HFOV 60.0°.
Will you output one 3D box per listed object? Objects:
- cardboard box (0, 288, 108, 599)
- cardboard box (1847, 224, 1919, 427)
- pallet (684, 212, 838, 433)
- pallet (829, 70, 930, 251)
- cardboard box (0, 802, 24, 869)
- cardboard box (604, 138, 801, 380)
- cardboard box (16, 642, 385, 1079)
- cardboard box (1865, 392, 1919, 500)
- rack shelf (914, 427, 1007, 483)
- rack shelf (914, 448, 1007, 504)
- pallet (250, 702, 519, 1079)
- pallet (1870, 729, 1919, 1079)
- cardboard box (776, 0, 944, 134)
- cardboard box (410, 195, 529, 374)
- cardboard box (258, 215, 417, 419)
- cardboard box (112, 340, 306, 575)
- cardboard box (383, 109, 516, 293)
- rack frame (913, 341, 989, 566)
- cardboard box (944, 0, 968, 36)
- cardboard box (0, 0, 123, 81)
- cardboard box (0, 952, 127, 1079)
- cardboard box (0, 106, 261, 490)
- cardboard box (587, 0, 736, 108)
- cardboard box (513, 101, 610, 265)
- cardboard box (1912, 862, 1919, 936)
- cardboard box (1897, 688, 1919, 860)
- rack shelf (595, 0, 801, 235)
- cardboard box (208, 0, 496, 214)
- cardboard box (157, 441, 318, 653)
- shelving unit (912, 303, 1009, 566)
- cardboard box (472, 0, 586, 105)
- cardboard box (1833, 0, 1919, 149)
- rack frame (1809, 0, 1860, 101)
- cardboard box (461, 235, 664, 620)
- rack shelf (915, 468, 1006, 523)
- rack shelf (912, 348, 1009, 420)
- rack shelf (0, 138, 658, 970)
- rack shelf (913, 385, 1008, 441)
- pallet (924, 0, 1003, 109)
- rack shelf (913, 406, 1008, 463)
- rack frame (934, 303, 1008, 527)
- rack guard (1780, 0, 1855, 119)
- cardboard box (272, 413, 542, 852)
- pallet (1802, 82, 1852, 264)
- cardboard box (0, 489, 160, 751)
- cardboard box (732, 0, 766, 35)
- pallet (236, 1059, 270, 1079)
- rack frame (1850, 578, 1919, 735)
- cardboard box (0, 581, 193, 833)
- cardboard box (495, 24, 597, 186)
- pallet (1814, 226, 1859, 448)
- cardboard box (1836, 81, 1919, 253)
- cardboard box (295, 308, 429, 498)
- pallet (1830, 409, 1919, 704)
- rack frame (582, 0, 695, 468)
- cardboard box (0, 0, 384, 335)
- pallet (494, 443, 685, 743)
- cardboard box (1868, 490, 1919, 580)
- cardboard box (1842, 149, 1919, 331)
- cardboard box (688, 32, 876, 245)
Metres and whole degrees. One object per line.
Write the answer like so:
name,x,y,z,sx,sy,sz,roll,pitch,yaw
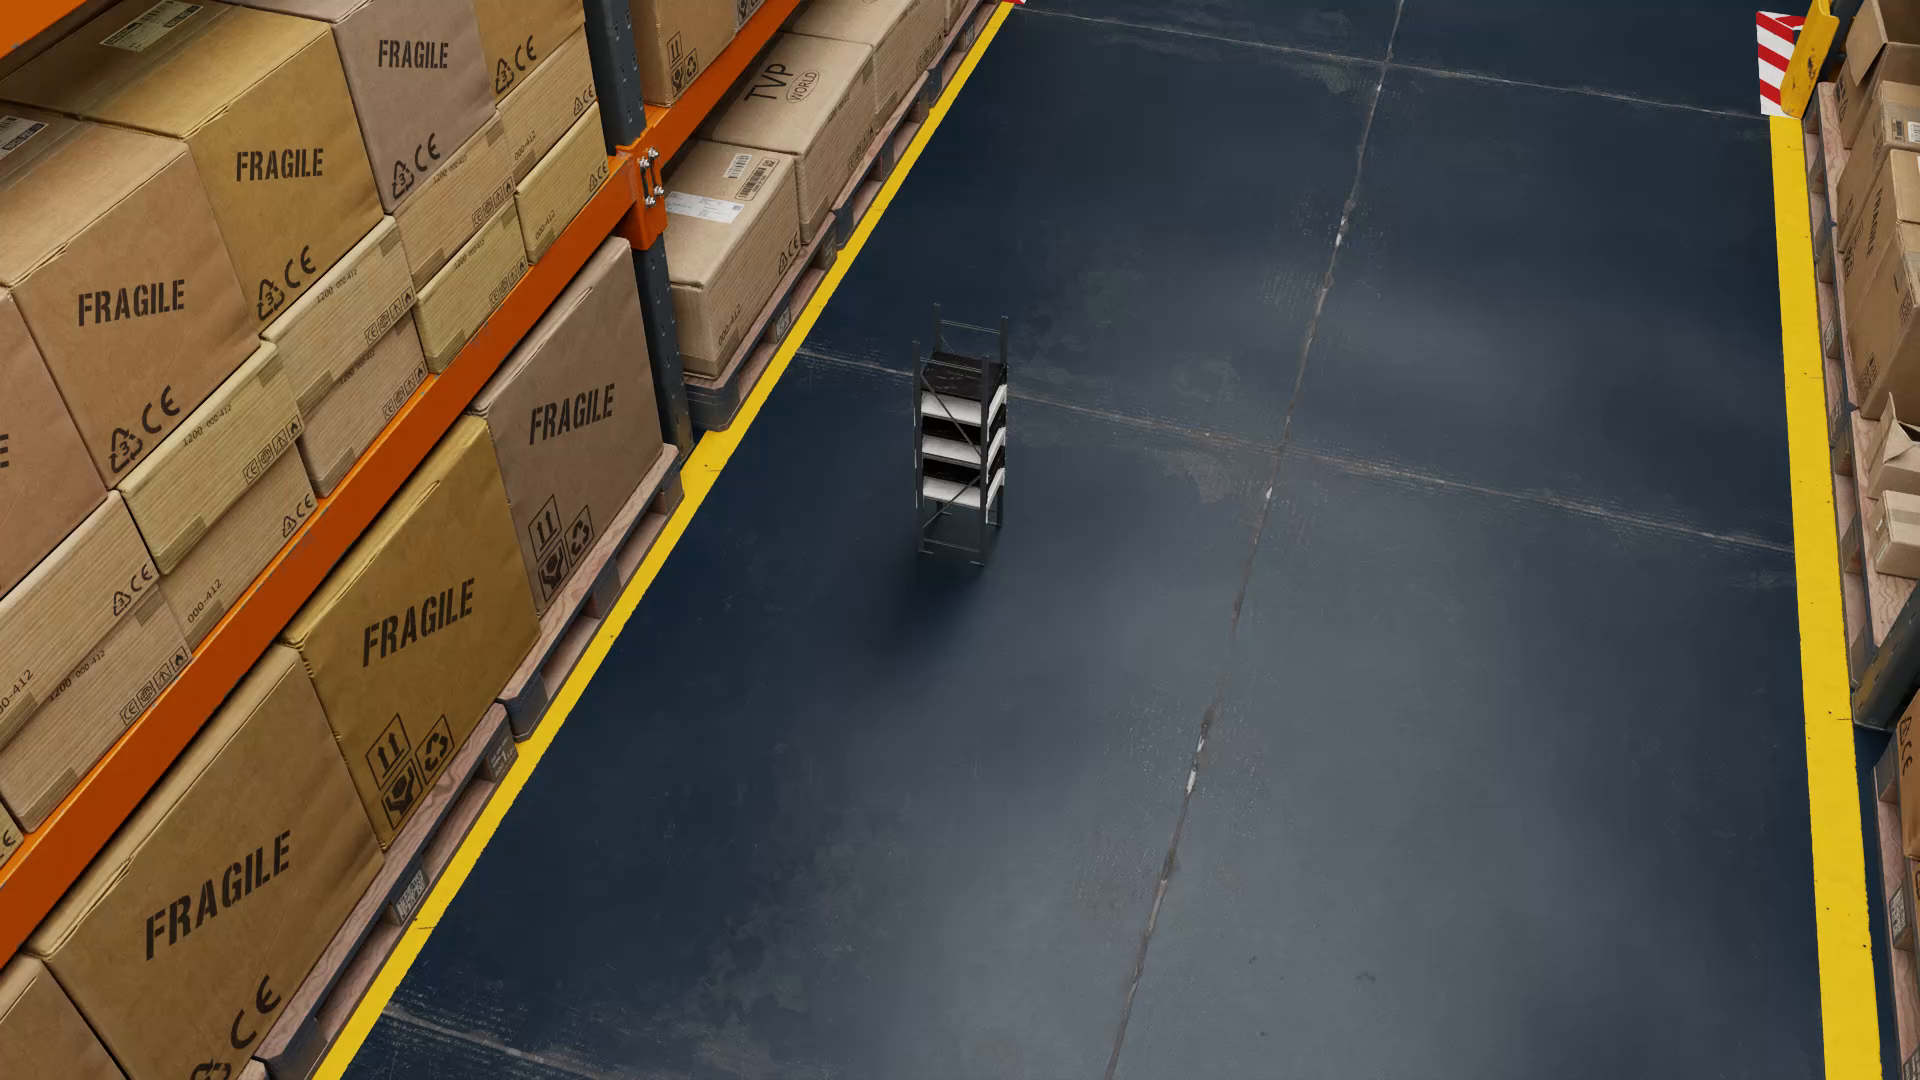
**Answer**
cardboard box,-1.983,-0.157,2.979,0.500,0.500,0.500,14,46,14
cardboard box,3.591,-0.712,5.819,0.700,0.500,0.500,11,45,11
pallet,-1.162,-0.972,6.593,1.003,0.211,1.213,13,46,13
pallet,-0.794,-1.788,7.426,1.003,0.211,1.213,13,46,12
cardboard box,-2.151,0.622,3.077,0.500,0.250,0.500,11,46,11
cardboard box,-1.174,-1.109,6.270,0.875,0.438,0.875,12,46,12
cardboard box,-2.115,0.760,4.047,0.875,0.875,0.875,13,46,13
cardboard box,3.262,-0.274,5.540,0.396,0.266,0.258,14,46,14
rack shelf,0.002,-0.303,5.464,0.258,0.077,0.200,13,46,12
rack shelf,0.002,-0.239,5.527,0.258,0.077,0.200,13,46,12
pallet,-1.996,0.864,4.716,1.003,0.211,1.213,13,46,13
pallet,3.055,1.117,4.458,1.003,0.211,1.213,13,46,13
cardboard box,-0.629,-2.306,7.494,0.875,0.438,0.875,14,46,14
cardboard box,-1.517,-0.733,4.462,0.500,0.250,0.500,12,46,12
cardboard box,-1.664,-0.577,3.945,0.500,0.250,0.500,14,46,13
cardboard box,-1.803,-0.232,3.592,0.500,0.250,0.500,13,46,13
cardboard box,-1.513,-0.924,4.299,0.500,0.250,0.500,14,46,13
rack frame,-0.028,-0.259,5.372,0.240,0.900,0.006,13,46,12
cardboard box,-0.360,-2.918,8.119,0.875,0.438,0.875,11,45,11
cardboard box,-2.156,-0.961,3.801,0.500,0.500,0.500,11,46,12
cardboard box,-2.390,1.354,3.440,0.875,0.875,0.875,12,46,12
cardboard box,-1.827,-0.492,3.322,0.500,0.500,0.500,13,46,13
cardboard box,-1.075,-1.772,5.344,0.500,0.500,0.500,14,46,14
cardboard box,-1.362,-1.073,4.809,0.500,0.250,0.500,12,46,12
cardboard box,2.752,0.945,4.126,0.500,0.500,0.500,12,46,12
cardboard box,2.904,0.588,4.491,0.500,0.500,0.500,14,46,14
rack shelf,-0.861,-2.555,6.730,1.077,0.370,4.000,13,46,13
cardboard box,-1.512,-1.174,4.019,0.500,0.500,0.500,13,46,13
cardboard box,-1.841,-0.056,3.770,0.500,0.250,0.500,13,46,13
shelving unit,0.002,-0.327,5.441,0.258,0.900,0.210,13,46,12
cardboard box,-1.363,-1.521,4.373,0.500,0.500,0.500,14,46,14
cardboard box,4.201,-1.966,7.099,0.797,0.503,0.637,11,45,11
rack frame,4.477,-3.096,6.769,1.000,3.000,0.127,13,46,13
cardboard box,-1.578,-0.439,5.273,0.875,0.875,0.875,14,46,14
rack shelf,0.002,-0.175,5.590,0.258,0.077,0.200,13,46,12
rack shelf,0.002,-0.496,5.275,0.258,0.077,0.200,13,46,12
rack shelf,-2.072,0.112,4.006,1.077,0.370,4.000,13,46,13
rack shelf,0.002,-0.432,5.338,0.258,0.077,0.200,13,46,12
pallet,-0.423,-2.599,8.255,1.003,0.211,1.213,13,46,13
rack shelf,0.002,-0.368,5.401,0.258,0.077,0.200,13,46,12
rack frame,0.033,-0.395,5.510,0.240,0.900,0.006,13,46,12
rack guard,4.454,-2.152,7.592,1.175,0.500,0.348,13,46,13
cardboard box,-1.844,0.165,4.656,0.875,0.875,0.875,14,46,14
pallet,4.213,-1.517,7.150,1.003,0.211,1.213,13,46,13
cardboard box,-1.969,0.103,3.250,0.500,0.250,0.500,12,46,12
cardboard box,-0.919,-2.106,5.686,0.500,0.500,0.500,13,46,13
pallet,-2.367,1.675,3.888,1.003,0.211,1.213,13,46,13
rack frame,3.265,-0.430,4.045,1.000,3.000,0.127,13,46,13
cardboard box,-1.987,0.274,3.433,0.500,0.250,0.500,14,46,14
cardboard box,-1.368,-1.258,4.641,0.500,0.250,0.500,12,46,12
pallet,3.842,-0.706,6.321,1.003,0.211,1.213,13,46,13
cardboard box,3.905,-1.404,6.527,0.700,0.500,0.500,14,46,14
cardboard box,-1.688,-0.401,4.122,0.500,0.250,0.500,11,46,11
pallet,3.474,0.109,5.487,1.003,0.211,1.213,13,46,13
rack frame,-1.467,-1.479,5.116,1.000,3.000,0.127,13,46,13
cardboard box,-1.684,-0.841,3.678,0.500,0.500,0.500,14,46,14
pallet,-1.628,0.048,5.550,1.003,0.211,1.213,13,46,13
cardboard box,3.154,0.005,5.338,0.380,0.149,0.250,11,45,11
cardboard box,3.650,-1.072,6.188,0.500,0.500,0.500,13,46,13
cardboard box,-0.904,-1.706,6.880,0.875,0.438,0.875,11,45,11
